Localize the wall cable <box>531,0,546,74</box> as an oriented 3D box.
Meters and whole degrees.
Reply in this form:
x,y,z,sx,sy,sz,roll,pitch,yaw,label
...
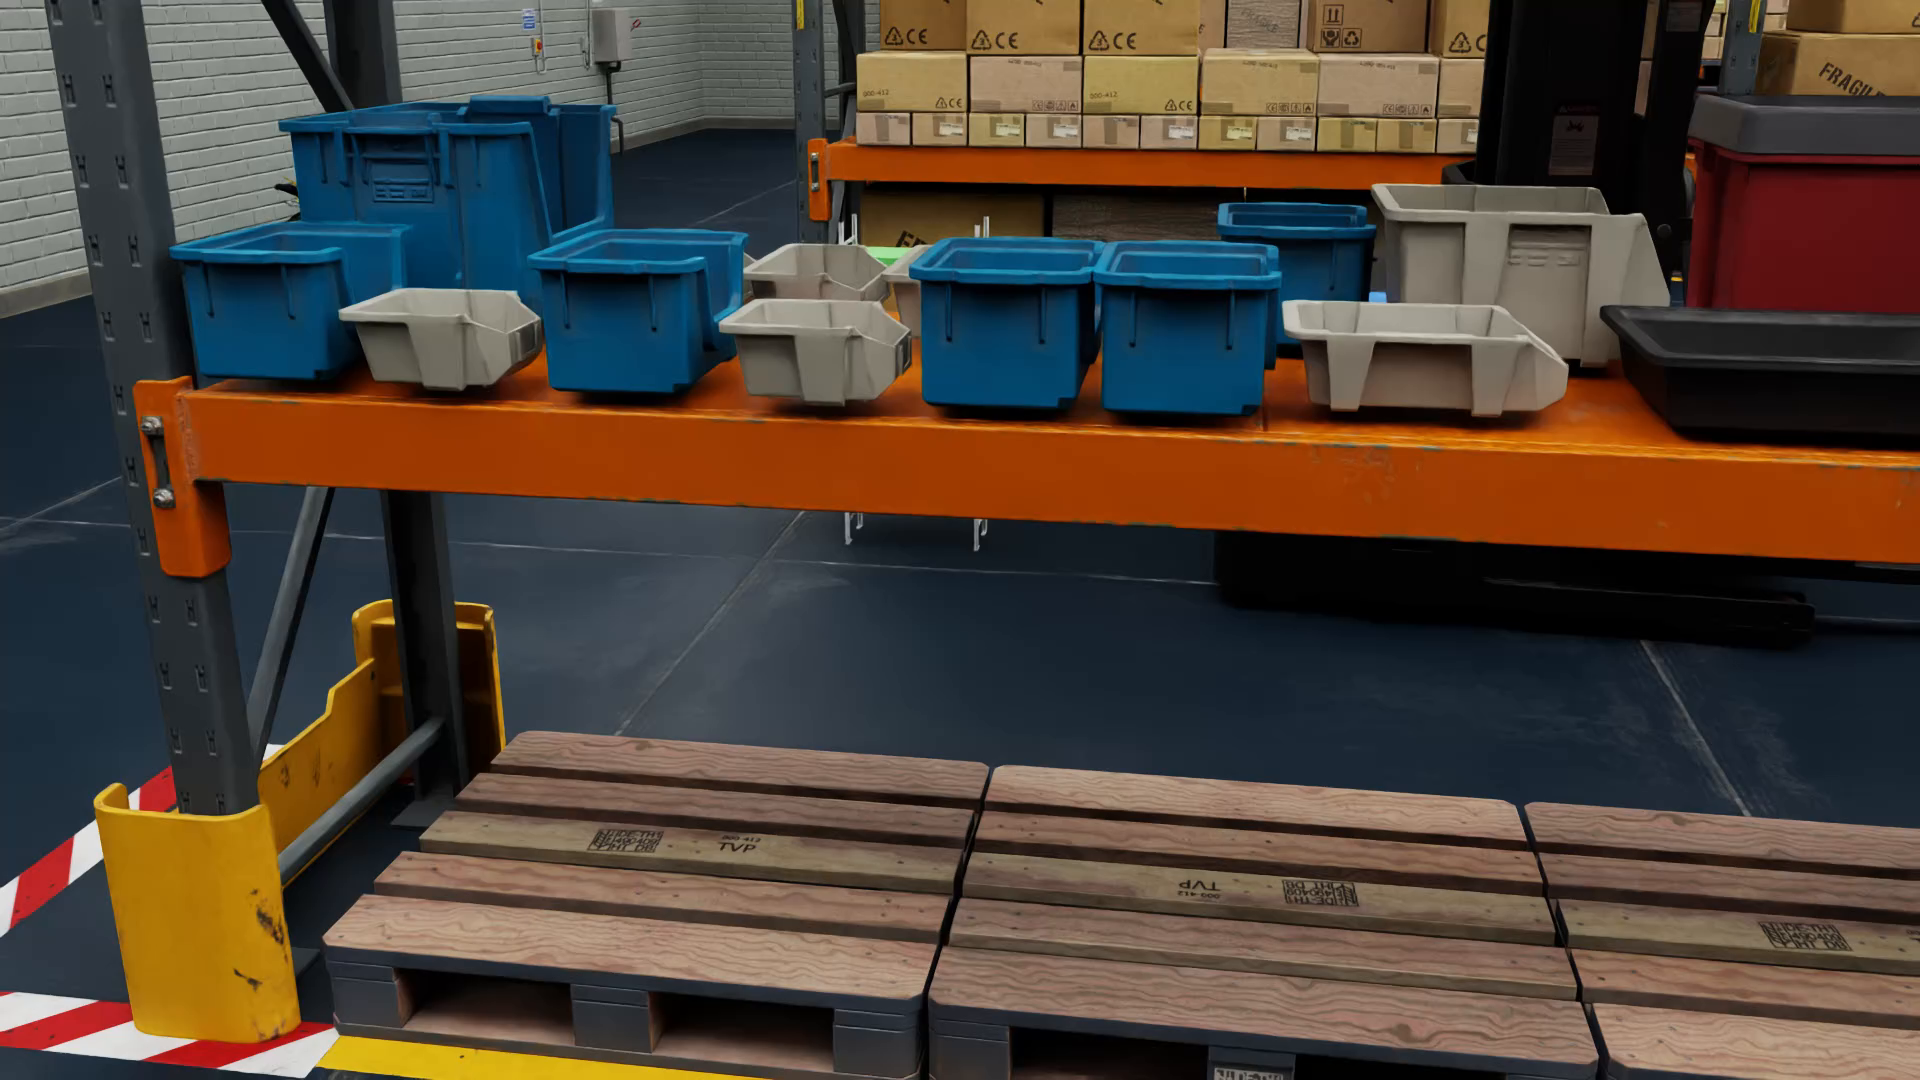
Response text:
x,y,z,sx,sy,sz,roll,pitch,yaw,label
-4.616,-6.040,17.978,0.123,1.953,0.585,3,19,9,wall cable

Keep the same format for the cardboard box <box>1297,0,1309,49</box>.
x,y,z,sx,sy,sz,roll,pitch,yaw,label
2.693,-3.686,11.966,0.500,0.500,0.500,3,19,8,cardboard box

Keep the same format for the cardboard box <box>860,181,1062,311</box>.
x,y,z,sx,sy,sz,roll,pitch,yaw,label
0.028,-1.347,8.288,0.875,0.875,0.875,3,19,9,cardboard box

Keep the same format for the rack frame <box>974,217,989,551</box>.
x,y,z,sx,sy,sz,roll,pitch,yaw,label
0.077,-0.565,6.101,0.015,1.200,0.240,3,19,9,rack frame

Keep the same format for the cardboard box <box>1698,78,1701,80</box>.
x,y,z,sx,sy,sz,roll,pitch,yaw,label
7.305,-4.163,16.705,0.875,0.875,0.875,3,19,9,cardboard box

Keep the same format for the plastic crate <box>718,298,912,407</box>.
x,y,z,sx,sy,sz,roll,pitch,yaw,label
-0.238,-0.322,2.860,0.298,0.136,0.250,3,19,9,plastic crate

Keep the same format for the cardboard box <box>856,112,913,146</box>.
x,y,z,sx,sy,sz,roll,pitch,yaw,label
-0.319,-1.922,7.716,0.250,0.149,0.380,3,19,9,cardboard box

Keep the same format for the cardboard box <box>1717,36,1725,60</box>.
x,y,z,sx,sy,sz,roll,pitch,yaw,label
5.304,-3.387,11.433,0.250,0.149,0.380,3,19,9,cardboard box

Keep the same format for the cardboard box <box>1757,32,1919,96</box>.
x,y,z,sx,sy,sz,roll,pitch,yaw,label
3.747,-1.907,7.118,0.500,0.500,0.500,3,19,9,cardboard box

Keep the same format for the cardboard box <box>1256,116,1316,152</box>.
x,y,z,sx,sy,sz,roll,pitch,yaw,label
1.459,-1.832,7.448,0.250,0.149,0.380,3,19,10,cardboard box

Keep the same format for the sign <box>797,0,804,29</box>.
x,y,z,sx,sy,sz,roll,pitch,yaw,label
-0.711,-2.437,7.370,0.005,0.325,0.100,3,19,9,sign

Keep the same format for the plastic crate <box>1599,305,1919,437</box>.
x,y,z,sx,sy,sz,roll,pitch,yaw,label
1.399,-0.280,2.751,0.590,0.125,0.437,3,19,9,plastic crate

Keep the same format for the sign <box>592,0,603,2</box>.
x,y,z,sx,sy,sz,roll,pitch,yaw,label
-4.352,-6.579,19.937,0.001,0.242,0.339,3,19,9,sign

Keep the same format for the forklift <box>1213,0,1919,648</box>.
x,y,z,sx,sy,sz,roll,pitch,yaw,label
2.435,-1.230,5.361,3.031,2.935,1.130,4,19,11,forklift

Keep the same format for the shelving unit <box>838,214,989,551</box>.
x,y,z,sx,sy,sz,roll,pitch,yaw,label
-0.163,-0.577,6.138,0.503,1.200,0.258,3,19,9,shelving unit

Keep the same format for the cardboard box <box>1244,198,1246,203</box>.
x,y,z,sx,sy,sz,roll,pitch,yaw,label
2.051,-2.546,12.546,0.250,0.149,0.380,4,19,11,cardboard box

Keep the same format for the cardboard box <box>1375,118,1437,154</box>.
x,y,z,sx,sy,sz,roll,pitch,yaw,label
1.963,-1.806,7.371,0.250,0.149,0.380,3,19,10,cardboard box

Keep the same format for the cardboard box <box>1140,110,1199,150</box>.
x,y,z,sx,sy,sz,roll,pitch,yaw,label
0.951,-1.858,7.525,0.250,0.149,0.380,3,19,8,cardboard box

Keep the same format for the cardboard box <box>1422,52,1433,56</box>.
x,y,z,sx,sy,sz,roll,pitch,yaw,label
2.420,-2.163,7.809,0.500,0.250,0.500,3,19,8,cardboard box

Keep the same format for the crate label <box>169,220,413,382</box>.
x,y,z,sx,sy,sz,roll,pitch,yaw,label
-1.211,-0.444,3.073,0.303,0.233,0.416,3,19,9,crate label

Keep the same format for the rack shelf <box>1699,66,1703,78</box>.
x,y,z,sx,sy,sz,roll,pitch,yaw,label
6.879,-4.624,16.529,4.000,0.370,1.077,3,19,9,rack shelf

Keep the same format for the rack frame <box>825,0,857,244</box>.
x,y,z,sx,sy,sz,roll,pitch,yaw,label
-0.616,-2.164,8.042,0.053,2.616,0.949,3,19,9,rack frame

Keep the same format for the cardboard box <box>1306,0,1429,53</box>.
x,y,z,sx,sy,sz,roll,pitch,yaw,label
1.901,-2.543,7.761,0.500,0.500,0.500,2,19,7,cardboard box

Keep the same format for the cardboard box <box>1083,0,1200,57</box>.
x,y,z,sx,sy,sz,roll,pitch,yaw,label
0.820,-2.430,7.424,0.500,0.500,0.500,2,19,7,cardboard box

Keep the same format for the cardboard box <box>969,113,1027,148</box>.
x,y,z,sx,sy,sz,roll,pitch,yaw,label
0.188,-1.897,7.641,0.250,0.149,0.380,2,19,7,cardboard box

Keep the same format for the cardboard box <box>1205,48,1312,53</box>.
x,y,z,sx,sy,sz,roll,pitch,yaw,label
1.422,-2.215,7.963,0.500,0.250,0.500,3,19,9,cardboard box

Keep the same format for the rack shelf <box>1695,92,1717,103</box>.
x,y,z,sx,sy,sz,roll,pitch,yaw,label
6.194,-3.068,11.879,4.000,0.370,1.077,3,19,9,rack shelf

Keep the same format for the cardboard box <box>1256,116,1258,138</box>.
x,y,z,sx,sy,sz,roll,pitch,yaw,label
1.554,-2.039,8.066,0.250,0.149,0.380,2,19,7,cardboard box

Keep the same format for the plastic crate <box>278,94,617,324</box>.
x,y,z,sx,sy,sz,roll,pitch,yaw,label
-1.042,-0.698,3.511,0.499,0.435,0.616,3,19,9,plastic crate

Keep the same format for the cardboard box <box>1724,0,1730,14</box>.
x,y,z,sx,sy,sz,roll,pitch,yaw,label
5.310,-3.669,11.338,0.250,0.149,0.380,3,19,8,cardboard box

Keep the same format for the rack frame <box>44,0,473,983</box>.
x,y,z,sx,sy,sz,roll,pitch,yaw,label
-1.403,-0.611,3.401,0.127,3.000,1.000,3,19,9,rack frame

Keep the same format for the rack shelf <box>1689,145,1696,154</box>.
x,y,z,sx,sy,sz,roll,pitch,yaw,label
5.307,-1.519,7.250,4.000,0.370,1.077,3,19,9,rack shelf

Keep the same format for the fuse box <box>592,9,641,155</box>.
x,y,z,sx,sy,sz,roll,pitch,yaw,label
-4.139,-5.583,20.293,0.414,1.711,0.539,3,19,9,fuse box

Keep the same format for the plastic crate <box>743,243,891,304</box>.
x,y,z,sx,sy,sz,roll,pitch,yaw,label
-0.285,-0.511,3.423,0.243,0.136,0.396,3,19,9,plastic crate

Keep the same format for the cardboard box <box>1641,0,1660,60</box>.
x,y,z,sx,sy,sz,roll,pitch,yaw,label
2.836,-2.326,7.113,0.500,0.500,0.500,3,19,10,cardboard box

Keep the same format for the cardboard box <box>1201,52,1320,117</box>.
x,y,z,sx,sy,sz,roll,pitch,yaw,label
1.340,-2.049,7.466,0.500,0.250,0.500,3,19,8,cardboard box

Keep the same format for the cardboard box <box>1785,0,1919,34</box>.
x,y,z,sx,sy,sz,roll,pitch,yaw,label
3.964,-2.455,7.174,0.637,0.503,0.797,2,19,7,cardboard box

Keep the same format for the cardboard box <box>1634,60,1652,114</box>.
x,y,z,sx,sy,sz,roll,pitch,yaw,label
2.855,-1.971,7.234,0.500,0.250,0.500,3,19,8,cardboard box

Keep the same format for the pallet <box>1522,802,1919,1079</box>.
x,y,z,sx,sy,sz,roll,pitch,yaw,label
1.815,0.888,3.316,1.213,0.211,1.003,3,19,9,pallet
